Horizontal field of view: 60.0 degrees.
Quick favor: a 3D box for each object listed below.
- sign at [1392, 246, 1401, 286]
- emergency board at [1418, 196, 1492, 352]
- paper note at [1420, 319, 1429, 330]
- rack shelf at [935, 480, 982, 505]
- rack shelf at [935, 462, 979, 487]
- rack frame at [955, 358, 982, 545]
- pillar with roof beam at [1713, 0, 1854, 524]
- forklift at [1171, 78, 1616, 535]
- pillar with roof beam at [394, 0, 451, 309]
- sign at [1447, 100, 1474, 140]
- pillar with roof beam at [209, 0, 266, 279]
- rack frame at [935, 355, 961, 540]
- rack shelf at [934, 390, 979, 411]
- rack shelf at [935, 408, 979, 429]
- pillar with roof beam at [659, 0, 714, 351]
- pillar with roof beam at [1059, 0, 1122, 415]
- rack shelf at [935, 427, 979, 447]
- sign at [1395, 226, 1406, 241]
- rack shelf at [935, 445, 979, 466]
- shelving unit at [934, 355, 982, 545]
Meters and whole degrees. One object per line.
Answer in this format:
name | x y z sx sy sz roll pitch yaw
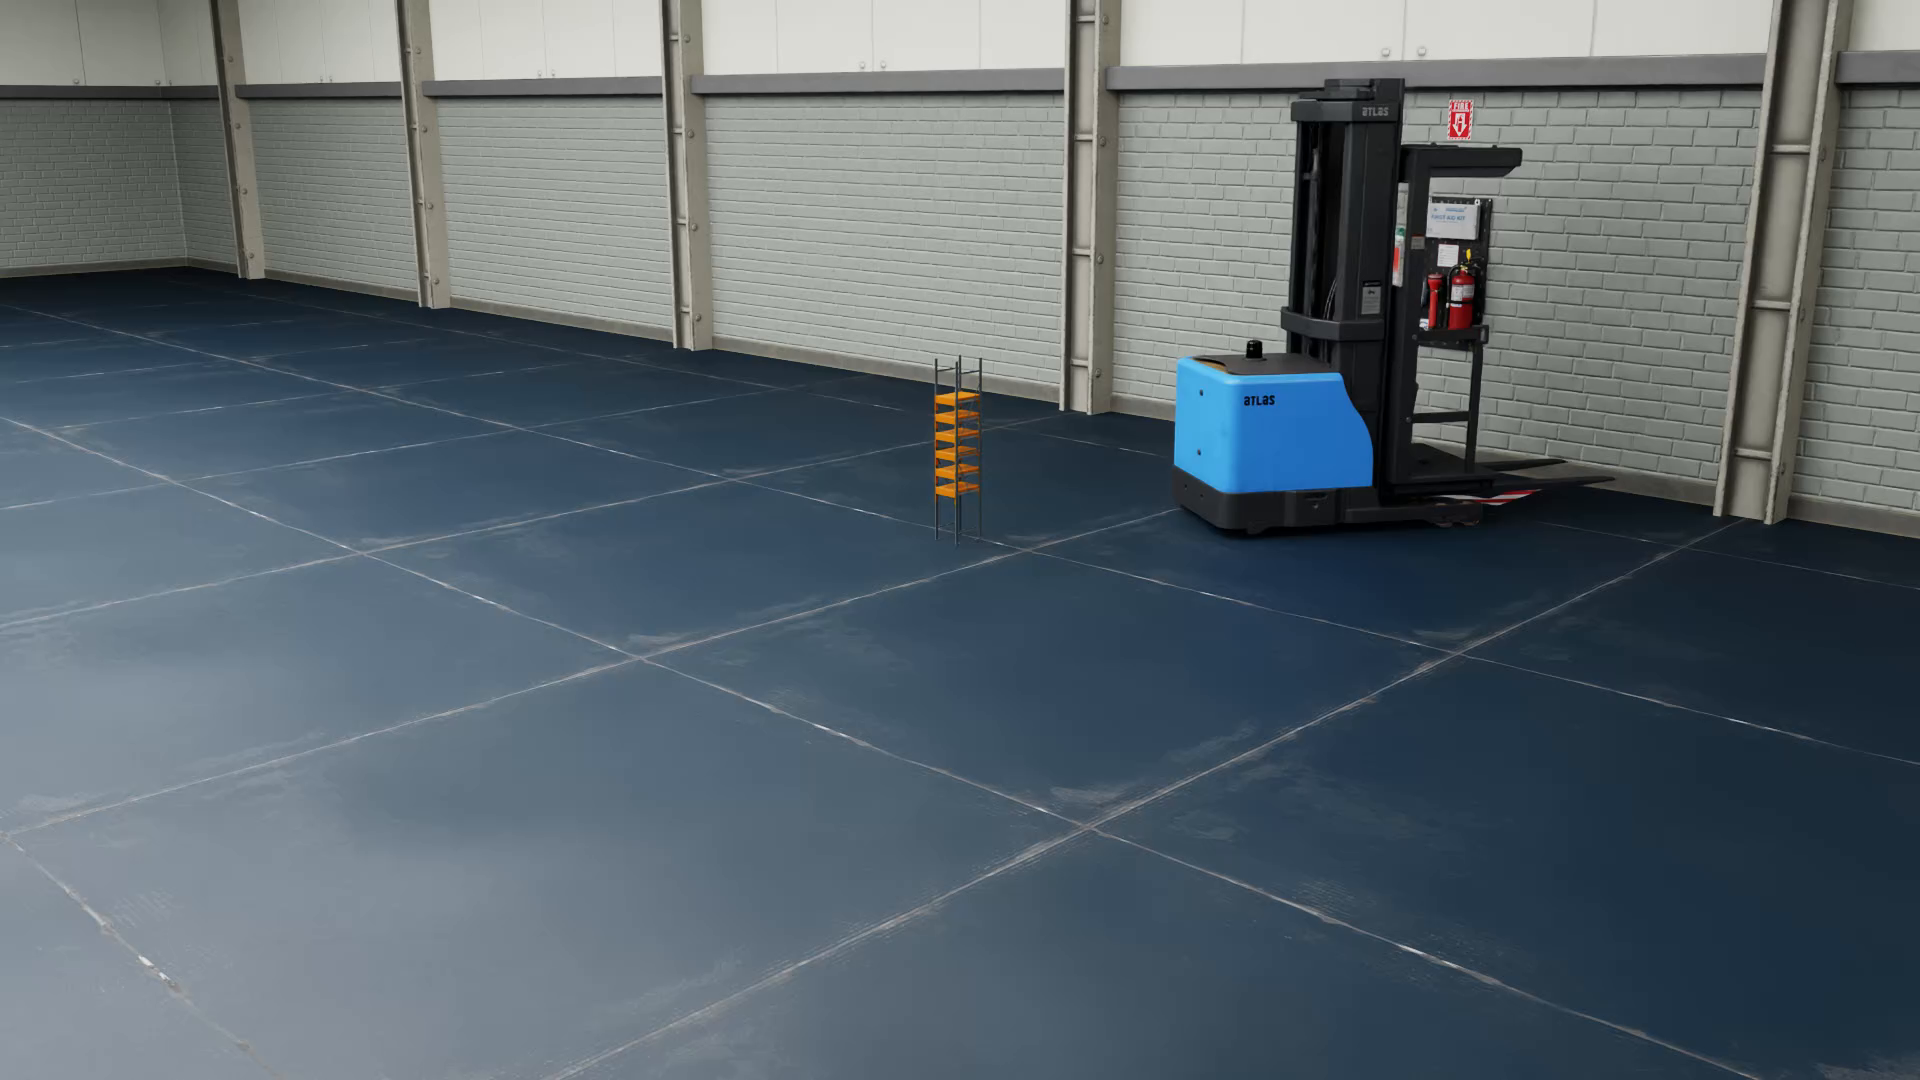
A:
sign | 3.419 -2.191 13.320 0.234 0.329 0.001 14 20 42
emergency board | 3.746 -2.058 12.882 0.643 1.169 0.194 14 20 42
paper note | 3.666 -1.675 13.160 0.142 0.148 0.016 14 20 42
rack shelf | -0.010 -0.308 10.862 0.180 0.103 0.258 14 20 42
rack shelf | -0.010 -0.424 10.832 0.180 0.103 0.258 14 20 42
rack frame | 0.055 -0.567 10.729 0.006 1.200 0.240 14 20 42
pillar with roof beam | 2.510 -3.740 7.440 0.400 9.000 9.100 14 20 42
forklift | 3.069 -1.628 11.368 3.031 2.935 1.130 -3 15 -13
pillar with roof beam | -10.448 -6.890 19.530 0.400 9.000 9.100 14 20 42
sign | 3.809 -3.199 12.664 0.199 0.298 0.001 14 20 42
pillar with roof beam | -14.767 -7.941 23.560 0.400 9.000 9.100 14 20 42
rack frame | -0.076 -0.599 10.852 0.006 1.200 0.240 14 20 42
rack shelf | -0.010 -0.889 10.711 0.180 0.103 0.258 14 20 42
rack shelf | -0.010 -0.772 10.741 0.180 0.103 0.258 14 20 42
pillar with roof beam | -6.128 -5.840 15.500 0.400 9.000 9.100 14 20 42
pillar with roof beam | -1.809 -4.790 11.470 0.400 9.000 9.100 14 20 42
rack shelf | -0.010 -0.656 10.771 0.180 0.103 0.258 14 20 42
sign | 3.416 -2.445 13.244 0.331 0.109 0.001 14 20 42
rack shelf | -0.010 -0.540 10.802 0.180 0.103 0.258 14 20 42
shelving unit | -0.010 -0.583 10.791 0.189 1.200 0.258 14 20 42
